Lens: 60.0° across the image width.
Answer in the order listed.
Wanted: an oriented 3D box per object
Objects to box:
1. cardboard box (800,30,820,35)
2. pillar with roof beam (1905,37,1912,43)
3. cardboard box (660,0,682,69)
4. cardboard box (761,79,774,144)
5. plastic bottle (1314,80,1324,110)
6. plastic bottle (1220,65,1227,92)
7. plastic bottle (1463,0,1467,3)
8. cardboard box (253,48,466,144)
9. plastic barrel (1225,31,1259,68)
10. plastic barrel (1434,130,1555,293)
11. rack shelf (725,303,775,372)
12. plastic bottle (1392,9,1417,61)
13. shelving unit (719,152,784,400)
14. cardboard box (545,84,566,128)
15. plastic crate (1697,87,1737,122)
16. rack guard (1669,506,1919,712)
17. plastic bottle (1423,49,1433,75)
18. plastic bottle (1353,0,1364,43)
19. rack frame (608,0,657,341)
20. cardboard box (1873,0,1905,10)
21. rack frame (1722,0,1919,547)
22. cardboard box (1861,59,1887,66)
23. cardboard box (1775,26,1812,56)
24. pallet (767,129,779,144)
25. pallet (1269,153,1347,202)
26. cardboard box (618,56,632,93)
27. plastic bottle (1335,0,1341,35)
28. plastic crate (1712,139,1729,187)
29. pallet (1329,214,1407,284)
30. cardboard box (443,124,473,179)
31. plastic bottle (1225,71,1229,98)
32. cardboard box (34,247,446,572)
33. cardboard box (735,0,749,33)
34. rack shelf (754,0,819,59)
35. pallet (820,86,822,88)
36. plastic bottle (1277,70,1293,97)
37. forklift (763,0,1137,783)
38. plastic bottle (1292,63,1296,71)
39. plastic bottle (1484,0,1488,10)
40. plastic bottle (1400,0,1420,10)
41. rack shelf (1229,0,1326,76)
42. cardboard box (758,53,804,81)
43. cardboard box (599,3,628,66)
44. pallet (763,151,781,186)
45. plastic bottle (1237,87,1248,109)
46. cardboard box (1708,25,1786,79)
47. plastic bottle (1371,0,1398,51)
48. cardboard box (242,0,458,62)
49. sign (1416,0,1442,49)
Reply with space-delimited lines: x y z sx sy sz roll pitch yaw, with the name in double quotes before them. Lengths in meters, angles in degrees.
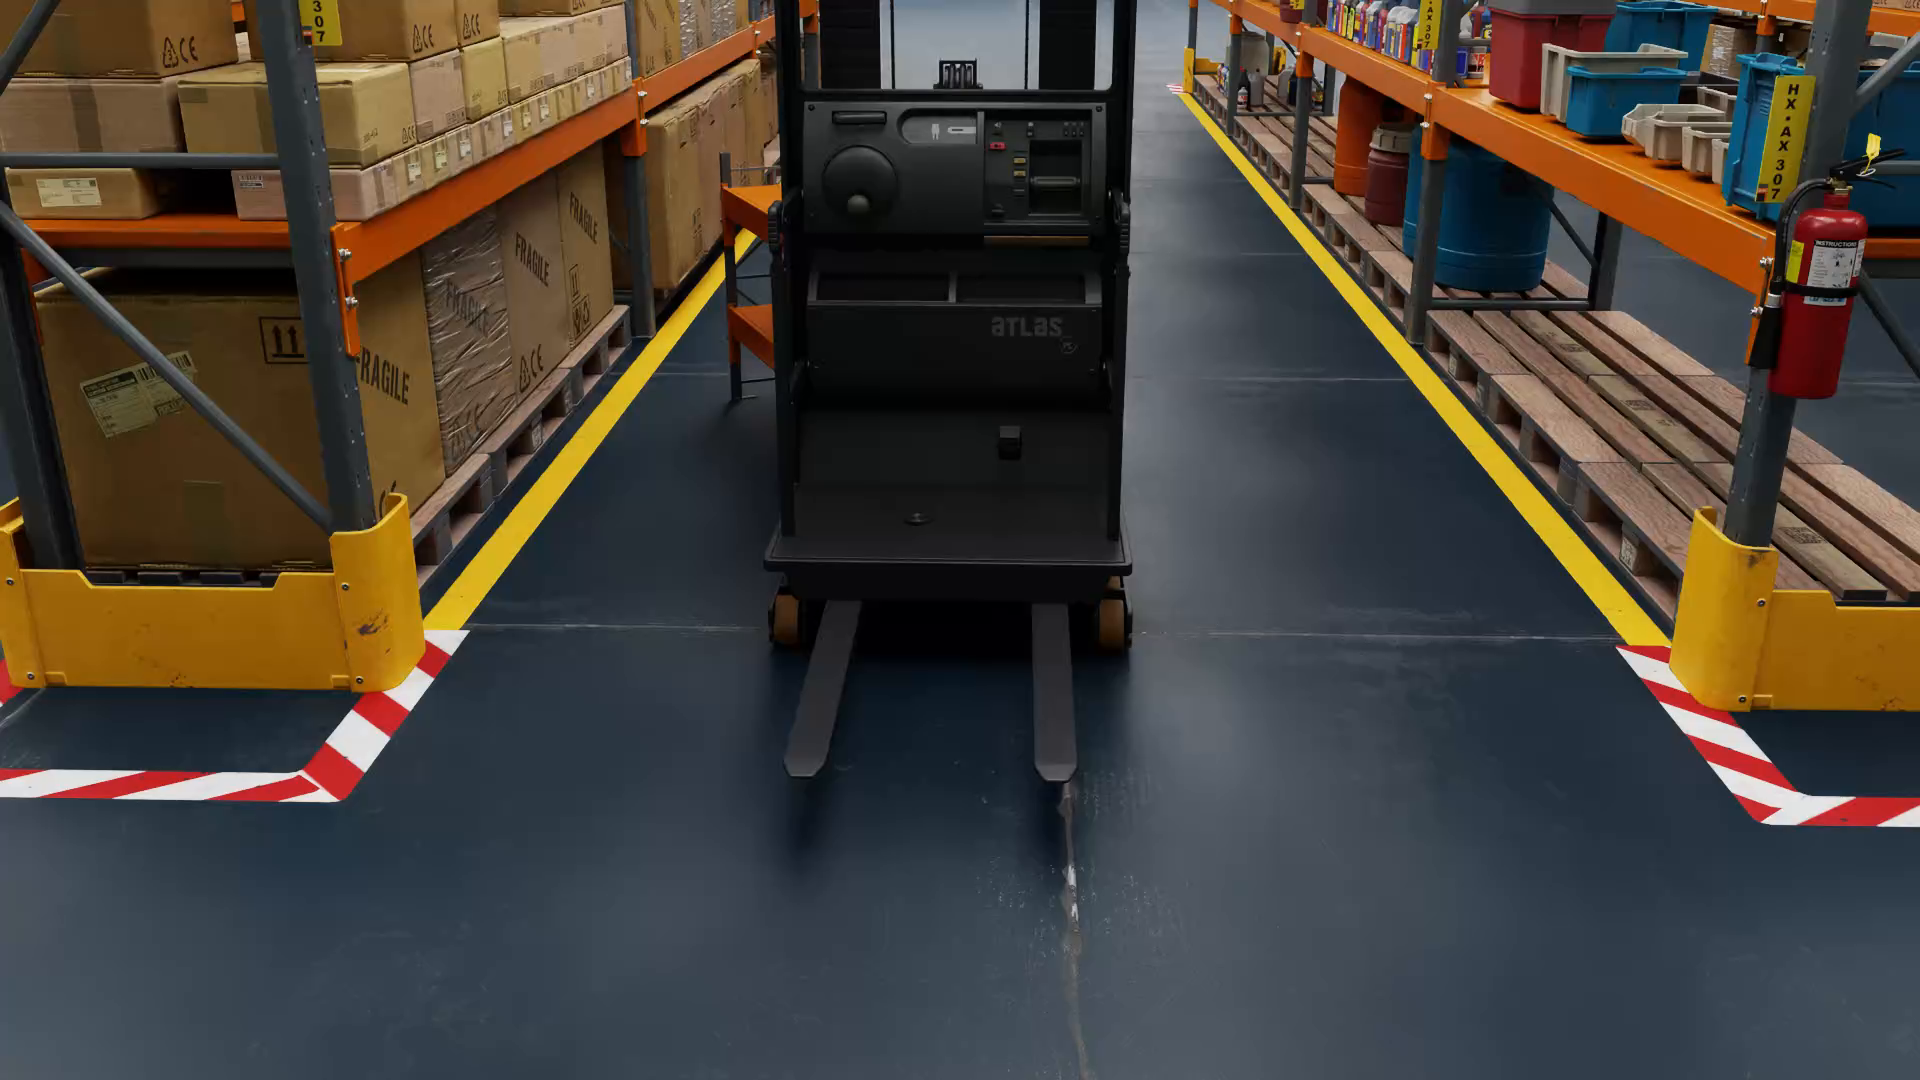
"cardboard box" -1.786 -5.617 19.233 0.500 0.500 0.500 5 22 12
"pillar with roof beam" 9.826 -11.400 22.968 9.100 9.000 0.400 1 21 2
"cardboard box" -1.837 -2.865 9.128 0.500 0.500 0.500 1 21 2
"cardboard box" -1.979 -3.607 14.027 0.700 0.500 0.500 2 21 6
"plastic bottle" 3.526 -4.355 16.269 0.097 0.271 0.097 0 21 0
"plastic bottle" 2.823 -4.915 17.712 0.097 0.271 0.097 0 21 0
"plastic bottle" 3.336 -3.459 10.974 0.097 0.271 0.097 0 21 0
"cardboard box" -1.943 -1.454 5.426 0.500 0.250 0.500 0 21 1
"plastic barrel" 3.257 -5.555 19.057 0.421 0.512 0.421 0 21 0
"plastic barrel" 2.869 -1.833 8.926 0.600 0.901 0.708 1 21 2
"rack shelf" -0.630 -0.813 7.245 0.538 0.278 1.000 -9 23 -21
"plastic bottle" 2.555 -2.870 9.451 0.152 0.276 0.135 1 21 2
"shelving unit" -0.630 -1.041 7.157 0.538 1.125 1.048 -9 23 -21
"cardboard box" -1.836 -1.778 6.811 0.380 0.149 0.250 0 21 1
"plastic crate" 3.083 -1.691 6.522 0.293 0.136 0.466 1 21 2
"rack guard" 2.726 0.202 4.818 1.175 0.500 0.348 1 21 2
"plastic bottle" 2.486 -2.595 8.730 0.061 0.283 0.133 1 21 2
"plastic bottle" 2.565 -3.312 10.595 0.097 0.271 0.097 0 21 0
"rack frame" -2.115 -2.473 8.256 1.000 3.000 0.127 1 21 2
"cardboard box" 7.959 -4.653 13.736 0.500 0.500 0.500 1 21 2
"rack frame" 2.714 -0.972 4.388 1.000 3.000 0.127 1 21 2
"cardboard box" 8.304 -4.281 15.361 0.500 0.311 0.500 1 21 2
"cardboard box" 8.364 -4.864 16.602 0.500 0.500 0.500 1 21 2
"pallet" -1.894 -3.784 15.490 1.003 0.211 1.213 1 21 2
"pallet" 3.019 -2.845 13.068 1.003 0.211 1.213 1 21 2
"cardboard box" -1.797 -2.242 8.008 0.380 0.149 0.250 1 21 2
"plastic bottle" 2.565 -3.539 11.165 0.061 0.283 0.133 1 21 2
"plastic crate" 2.557 -1.174 5.190 0.396 0.136 0.243 1 21 2
"pallet" 2.935 -1.839 10.478 1.003 0.211 1.213 1 21 2
"cardboard box" -1.876 -1.314 5.617 0.380 0.149 0.250 0 21 1
"plastic bottle" 2.835 -4.727 17.223 0.152 0.276 0.135 1 21 3
"cardboard box" -2.298 -0.464 5.436 0.875 0.875 0.875 1 21 2
"cardboard box" -1.761 -3.785 11.499 0.500 0.500 0.500 1 21 3
"rack shelf" -1.933 -4.307 13.978 1.077 0.370 4.000 1 21 2
"pallet" -1.853 -4.751 17.982 1.003 0.211 1.213 1 21 2
"plastic bottle" 3.388 -4.748 17.277 0.152 0.276 0.135 1 21 2
"forklift" -0.022 -1.139 4.912 1.130 2.935 3.031 1 21 2
"plastic bottle" 3.542 -4.858 17.456 0.144 0.351 0.185 2 21 4
"plastic bottle" 3.290 -3.221 10.251 0.144 0.351 0.185 1 21 2
"plastic bottle" 2.726 -3.177 10.138 0.144 0.351 0.185 1 21 2
"rack shelf" 3.018 -4.253 13.837 1.077 0.370 4.000 1 21 2
"cardboard box" -1.820 -4.540 16.459 0.500 0.500 0.500 0 21 0
"cardboard box" -1.866 -2.379 7.811 0.500 0.250 0.500 0 21 1
"pallet" -1.968 -2.902 13.216 1.003 0.211 1.213 1 21 2
"plastic bottle" 2.778 -4.346 16.344 0.097 0.201 0.097 0 21 0
"cardboard box" 7.852 -4.870 16.616 0.500 0.500 0.500 1 21 2
"plastic bottle" 2.570 -3.130 10.017 0.144 0.351 0.185 1 21 2
"cardboard box" -1.937 -1.797 5.272 0.500 0.500 0.500 0 21 0
"sign" 2.285 -2.554 8.083 0.100 0.325 0.005 1 21 2
